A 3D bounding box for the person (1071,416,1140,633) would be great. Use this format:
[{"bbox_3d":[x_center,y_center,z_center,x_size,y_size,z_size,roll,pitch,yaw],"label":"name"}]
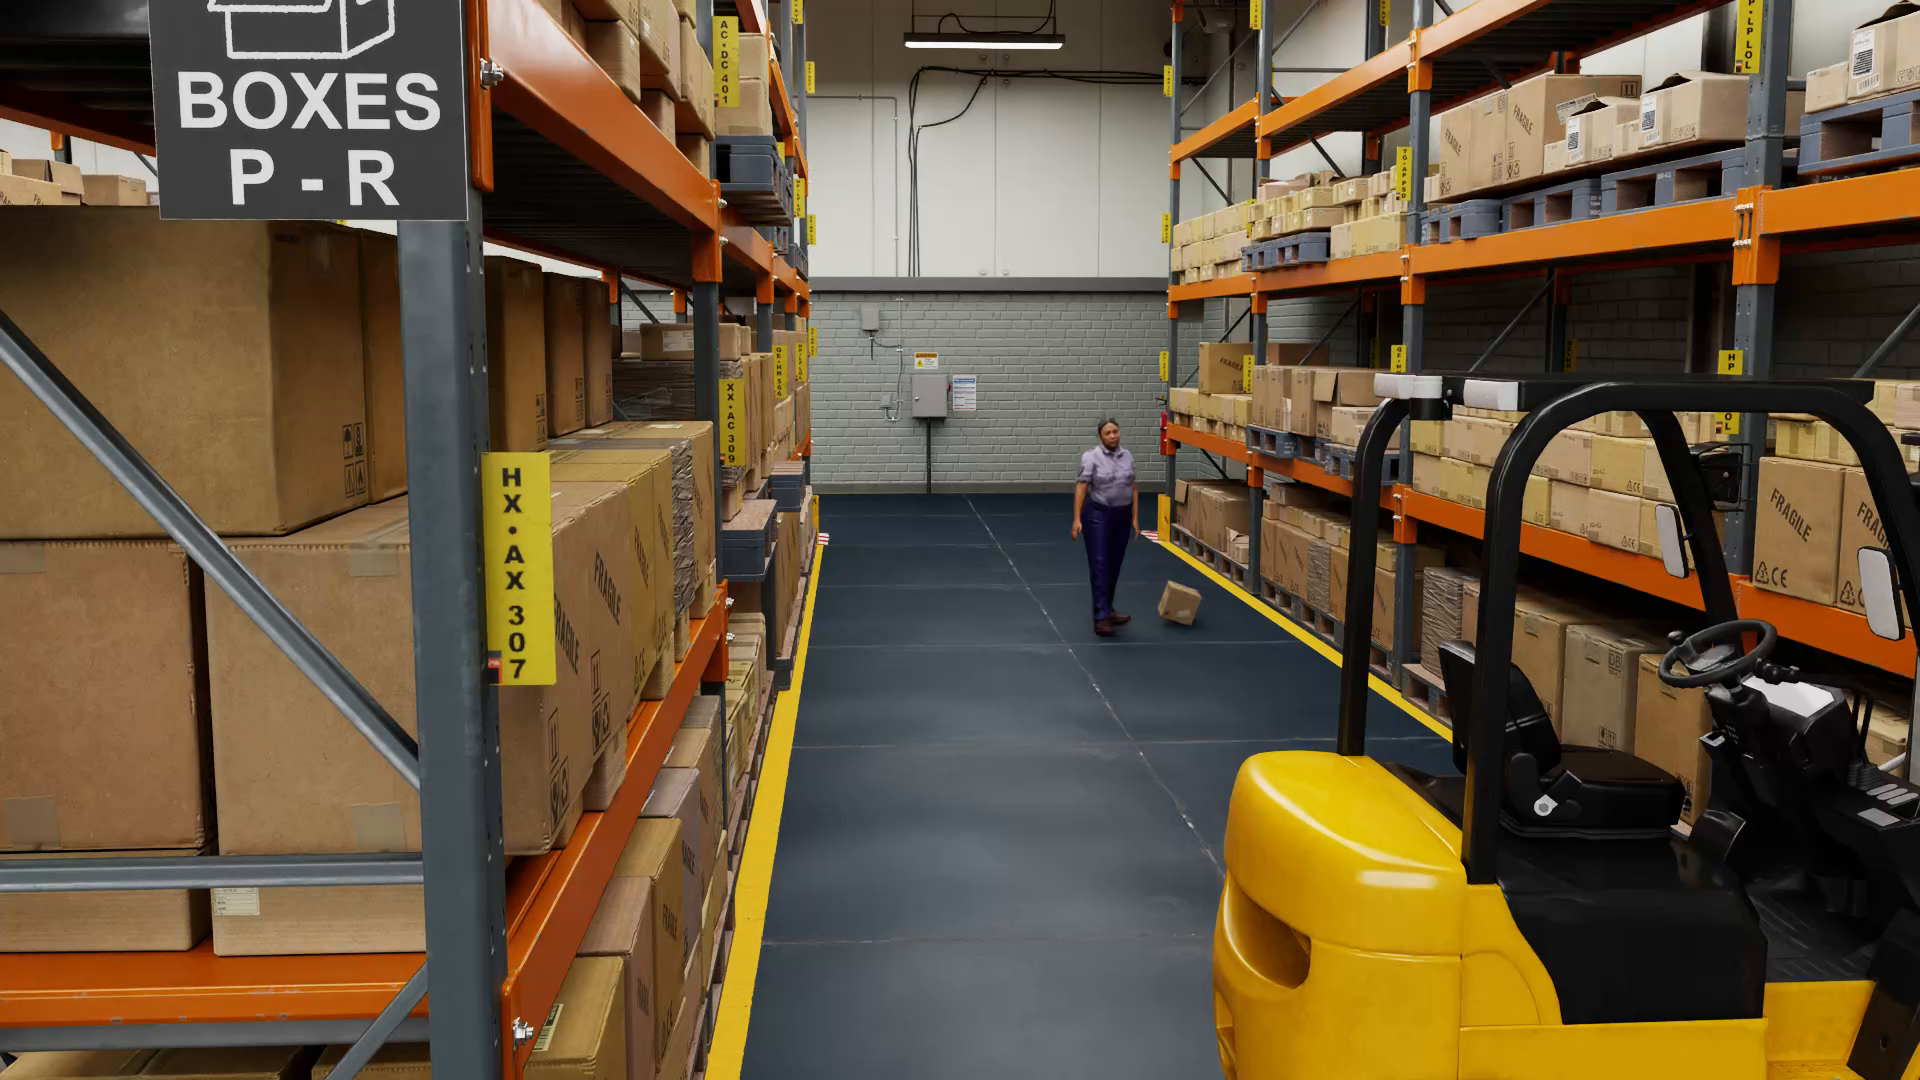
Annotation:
[{"bbox_3d":[1.138,-0.134,12.816,0.625,1.633,0.617,-4,8,-31],"label":"person"}]
